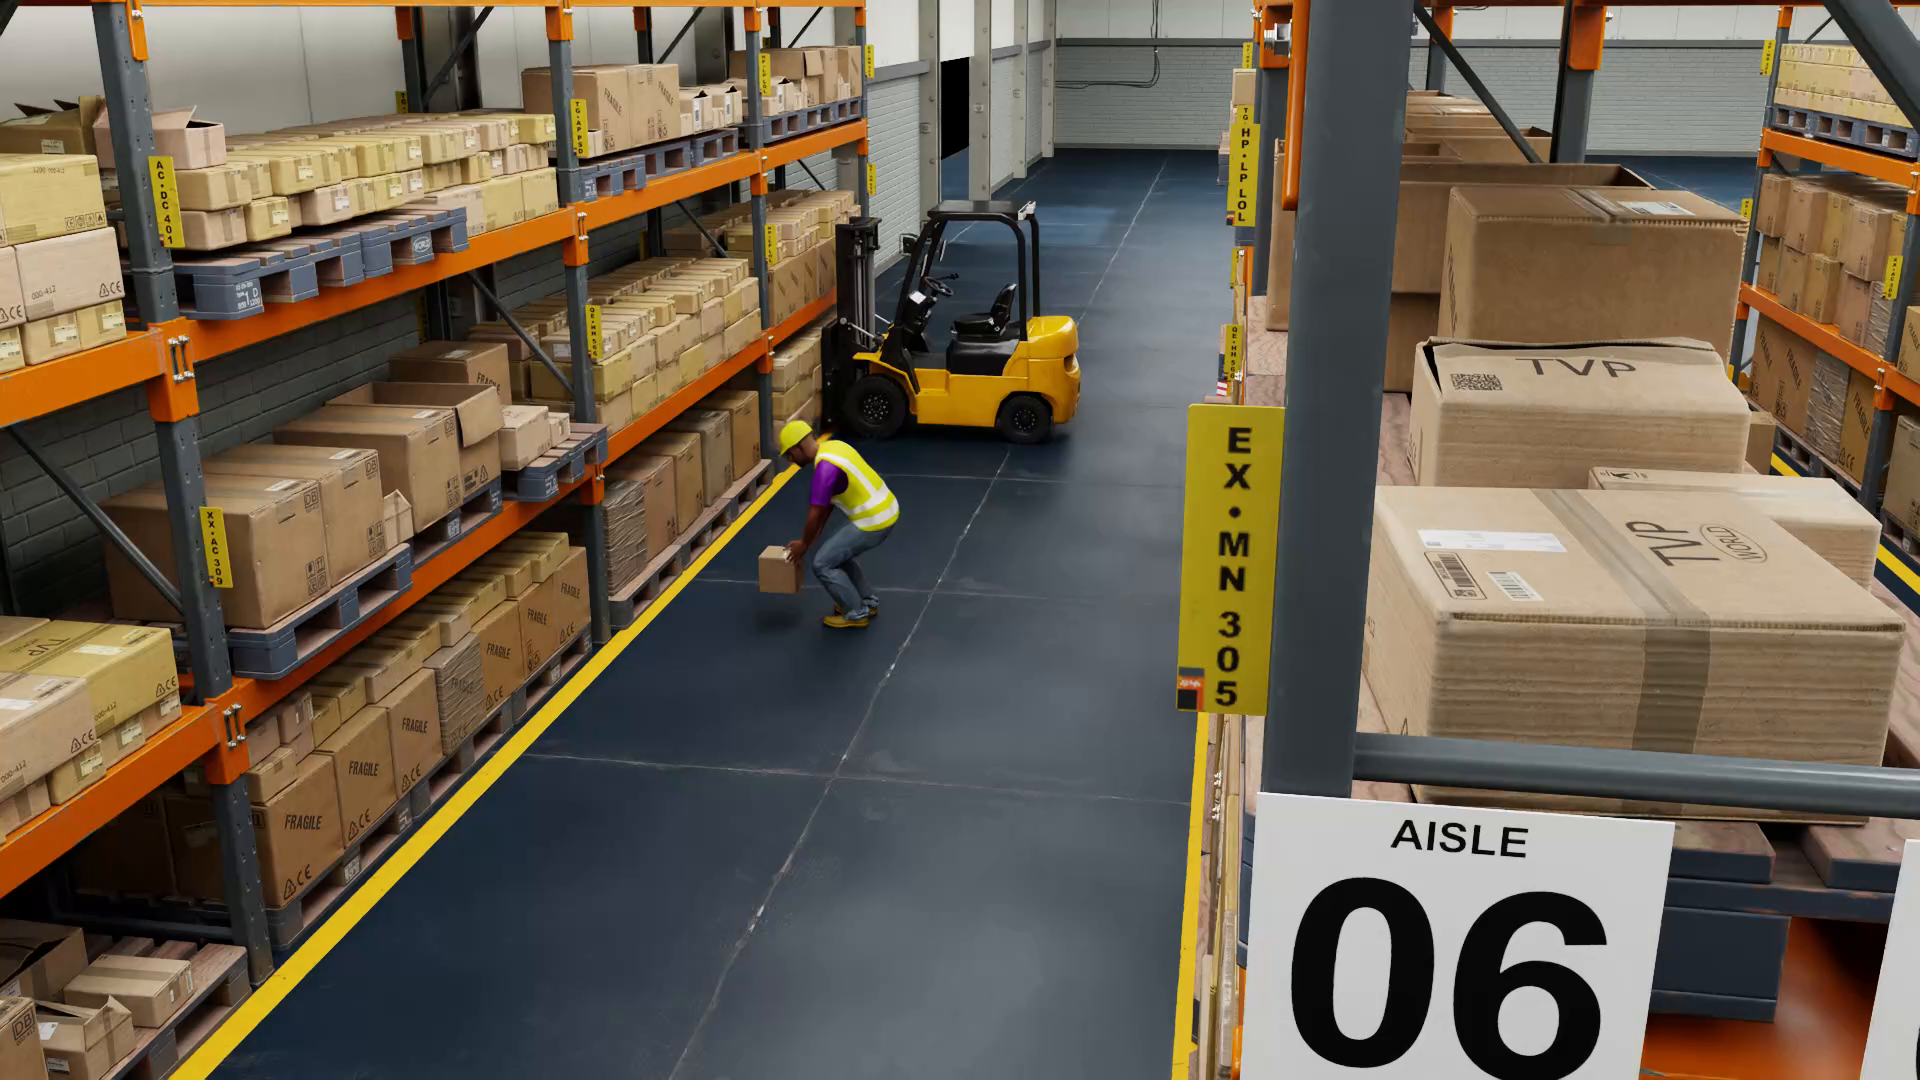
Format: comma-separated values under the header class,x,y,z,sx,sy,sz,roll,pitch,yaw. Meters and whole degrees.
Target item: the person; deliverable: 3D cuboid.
class,x,y,z,sx,sy,sz,roll,pitch,yaw
person,-0.800,-0.110,10.998,0.777,1.376,0.632,3,18,9
